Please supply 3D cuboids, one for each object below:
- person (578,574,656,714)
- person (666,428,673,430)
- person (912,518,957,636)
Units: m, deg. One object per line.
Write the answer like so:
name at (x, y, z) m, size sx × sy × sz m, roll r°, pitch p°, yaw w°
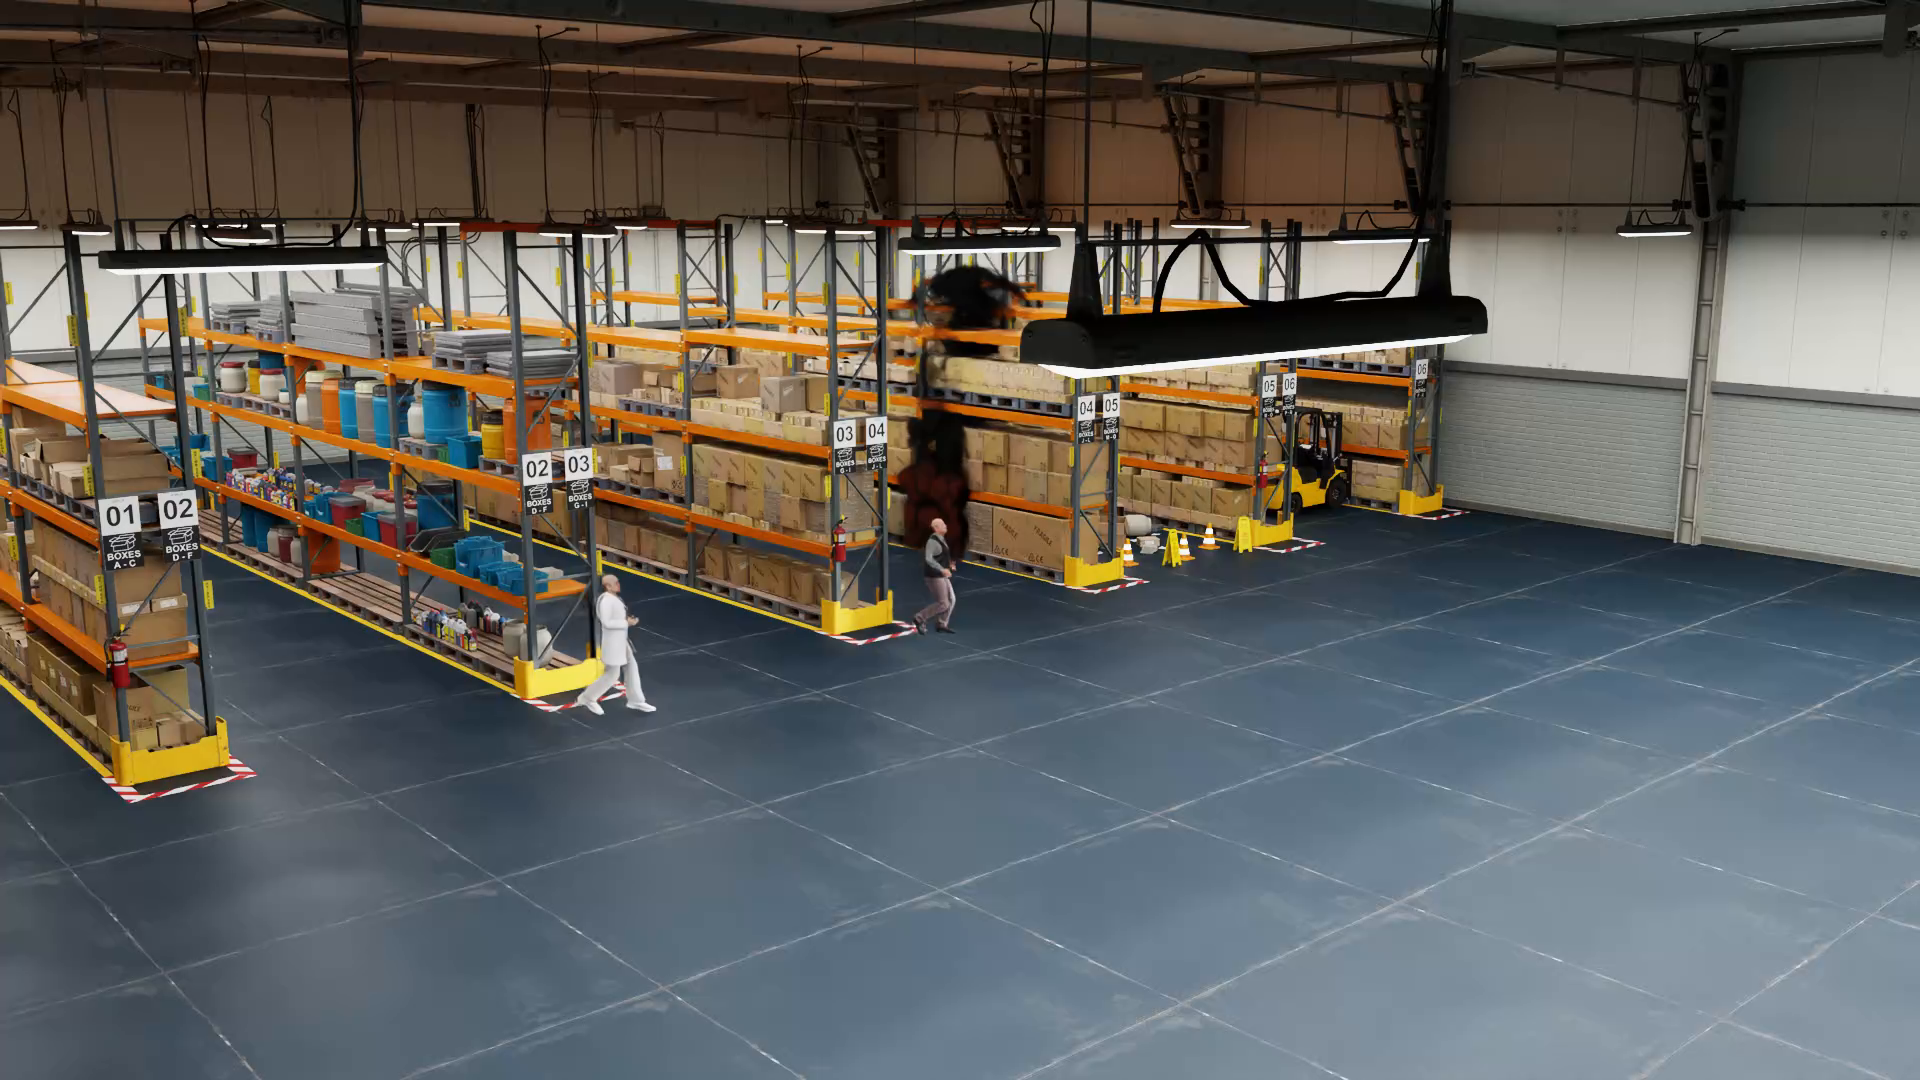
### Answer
person at (-4.321, 1.319, 20.782) m, size 0.943 × 1.803 × 0.707 m, roll 0°, pitch 11°, yaw -2°
person at (-6.100, -1.510, 34.939) m, size 0.702 × 1.742 × 0.637 m, roll -9°, pitch 14°, yaw -37°
person at (-0.353, 0.516, 23.709) m, size 0.626 × 1.686 × 0.665 m, roll 2°, pitch 12°, yaw 8°
